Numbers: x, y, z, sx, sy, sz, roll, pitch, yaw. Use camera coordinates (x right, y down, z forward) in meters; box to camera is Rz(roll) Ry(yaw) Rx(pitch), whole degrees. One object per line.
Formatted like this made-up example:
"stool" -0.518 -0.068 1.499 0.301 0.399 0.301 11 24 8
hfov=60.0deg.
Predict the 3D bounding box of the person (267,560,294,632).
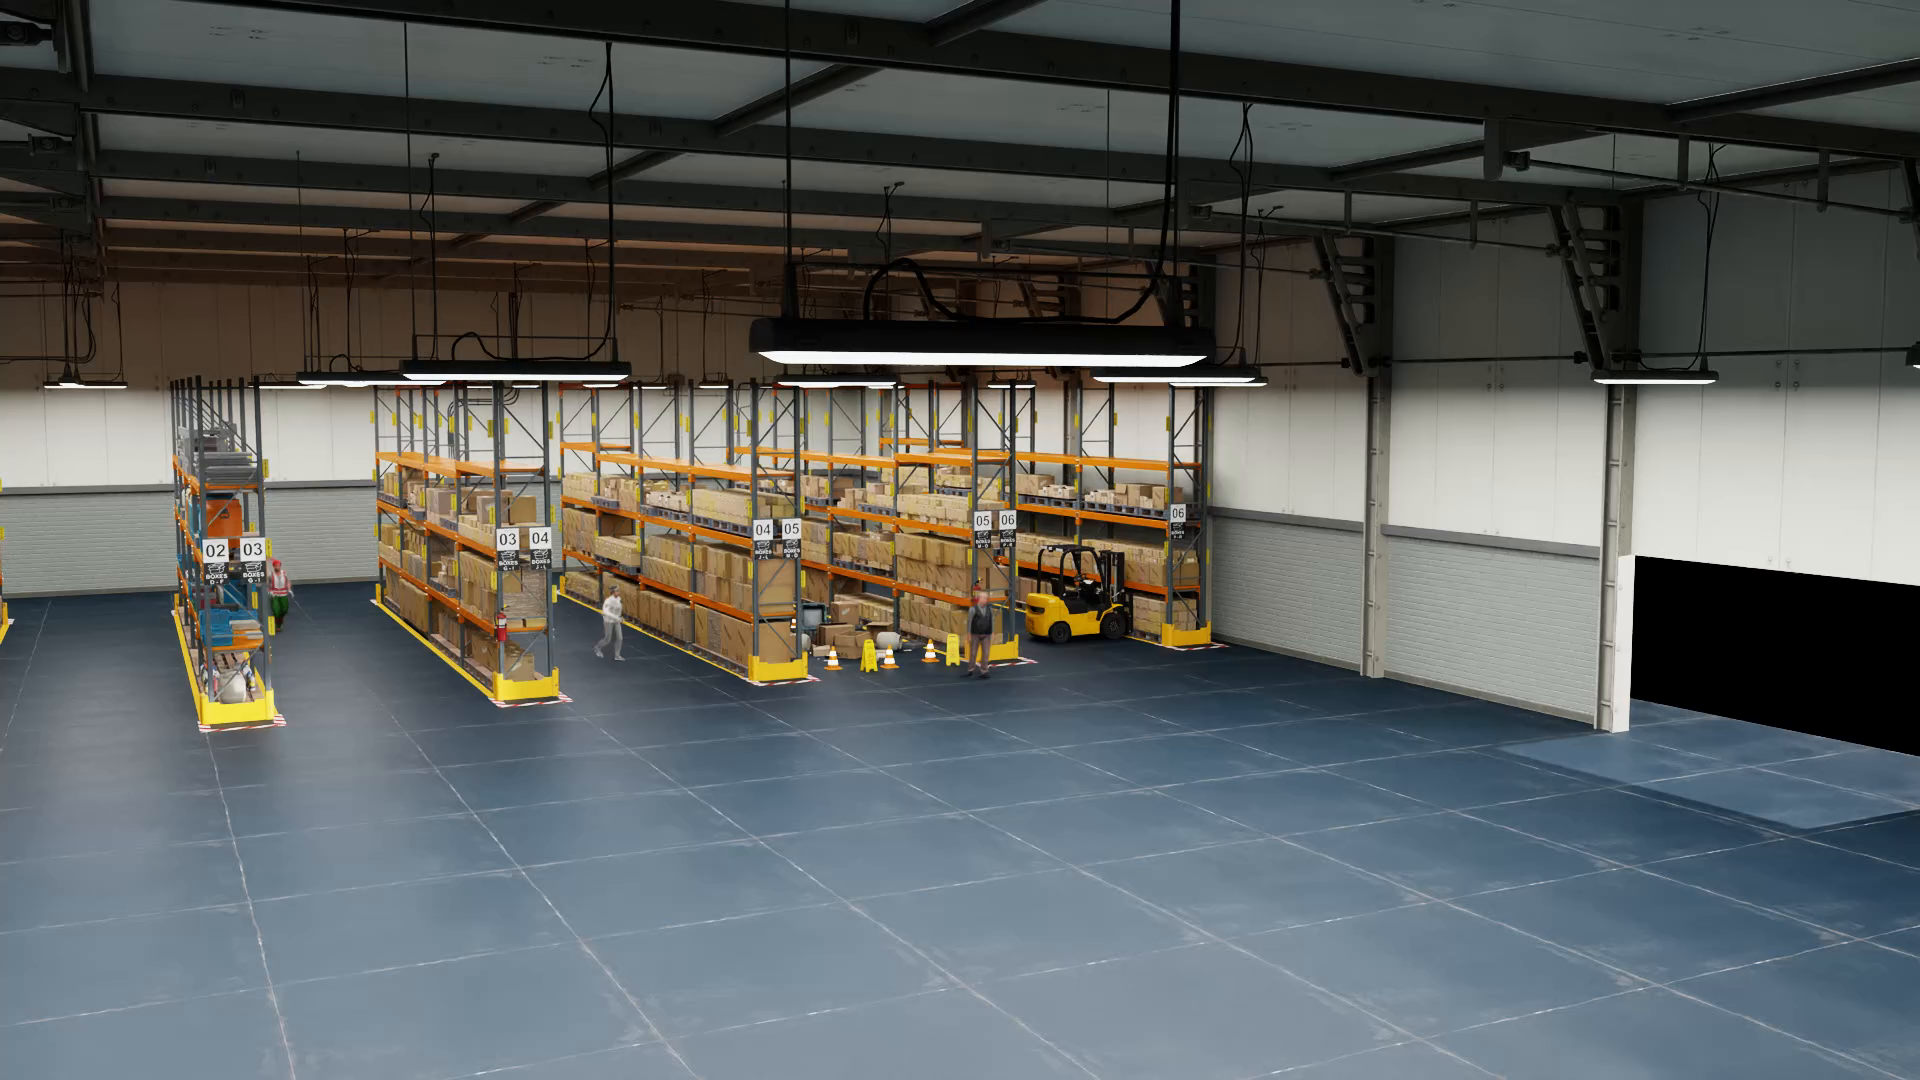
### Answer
"person" -16.301 1.327 39.776 0.659 1.729 0.645 -4 6 -35

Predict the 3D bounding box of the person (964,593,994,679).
"person" 0.383 1.910 33.281 0.615 1.727 0.485 -2 5 -21

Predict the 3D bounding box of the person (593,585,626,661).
"person" -7.483 1.754 35.478 0.846 1.653 0.598 3 6 34
